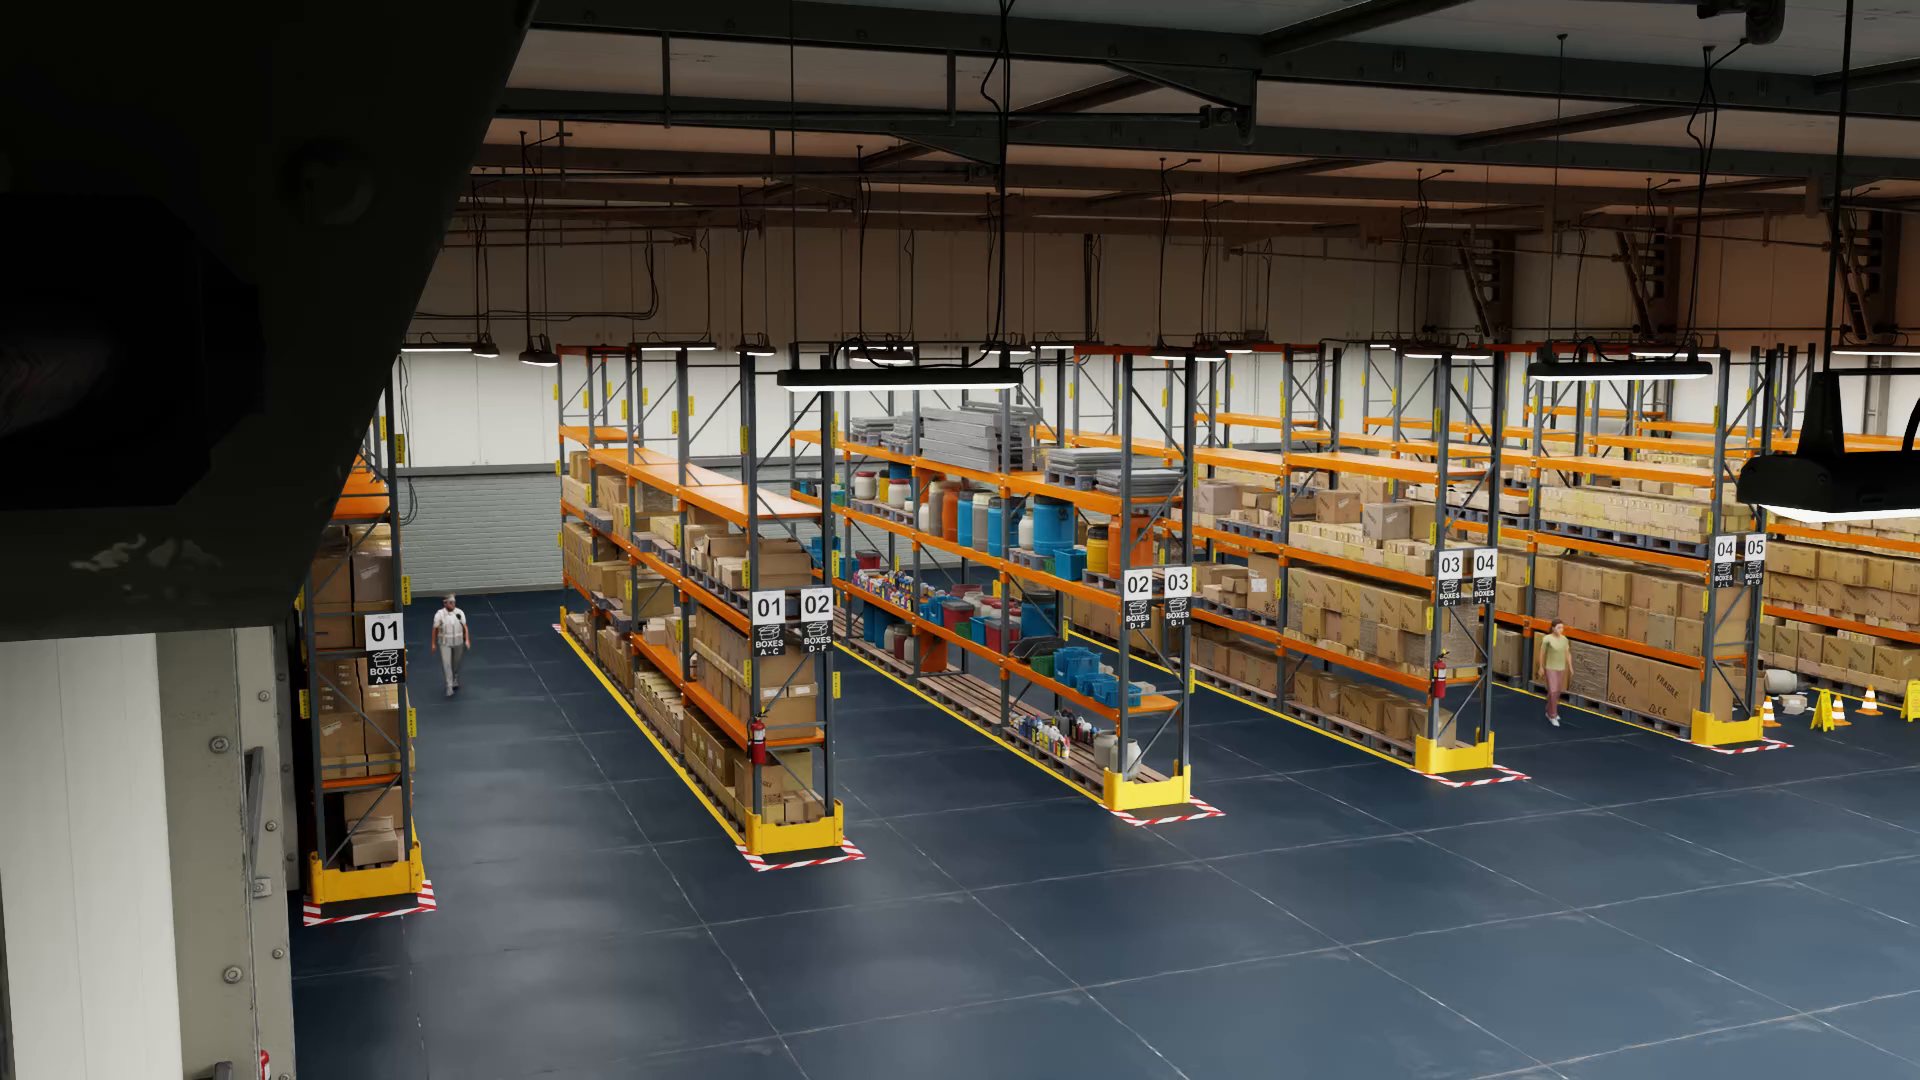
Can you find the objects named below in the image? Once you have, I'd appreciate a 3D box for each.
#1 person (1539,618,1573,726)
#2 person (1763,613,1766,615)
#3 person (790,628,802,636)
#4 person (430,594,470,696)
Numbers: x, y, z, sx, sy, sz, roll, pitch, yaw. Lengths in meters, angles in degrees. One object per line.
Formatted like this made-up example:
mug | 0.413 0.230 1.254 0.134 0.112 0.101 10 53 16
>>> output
person | 9.621 2.132 26.810 0.486 1.684 0.560 -2 7 -13
person | 16.107 1.300 33.430 0.531 1.608 0.674 -5 9 -33
person | -2.759 1.976 26.847 0.523 1.631 0.714 -4 8 -31
person | -8.861 1.784 28.941 0.622 1.701 1.062 -4 8 -30
